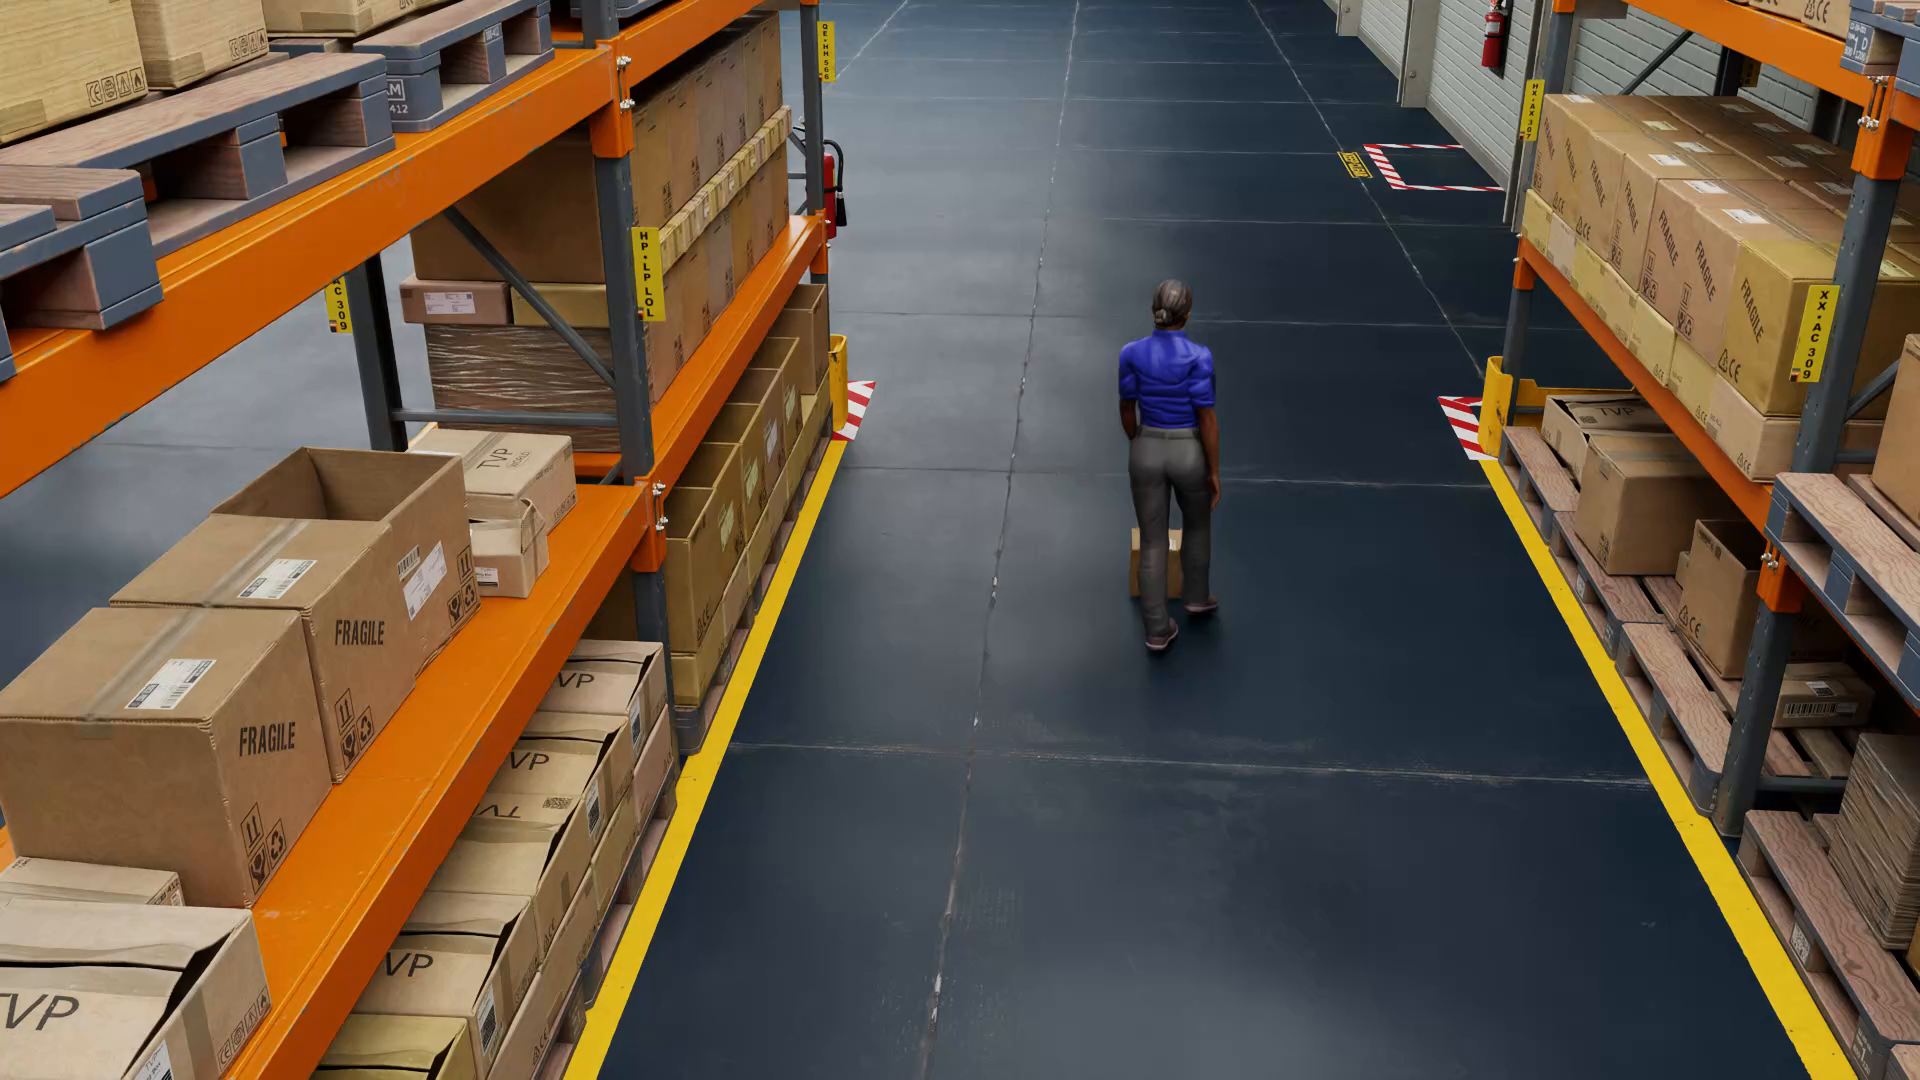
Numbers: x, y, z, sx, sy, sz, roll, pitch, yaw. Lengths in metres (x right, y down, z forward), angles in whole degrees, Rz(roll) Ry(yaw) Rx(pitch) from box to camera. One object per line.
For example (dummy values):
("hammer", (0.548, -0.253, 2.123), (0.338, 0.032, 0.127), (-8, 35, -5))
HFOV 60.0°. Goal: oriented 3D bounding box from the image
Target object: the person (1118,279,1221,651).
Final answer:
("person", (0.937, -0.355, 7.380), (0.492, 1.670, 0.665), (7, 25, 14))
